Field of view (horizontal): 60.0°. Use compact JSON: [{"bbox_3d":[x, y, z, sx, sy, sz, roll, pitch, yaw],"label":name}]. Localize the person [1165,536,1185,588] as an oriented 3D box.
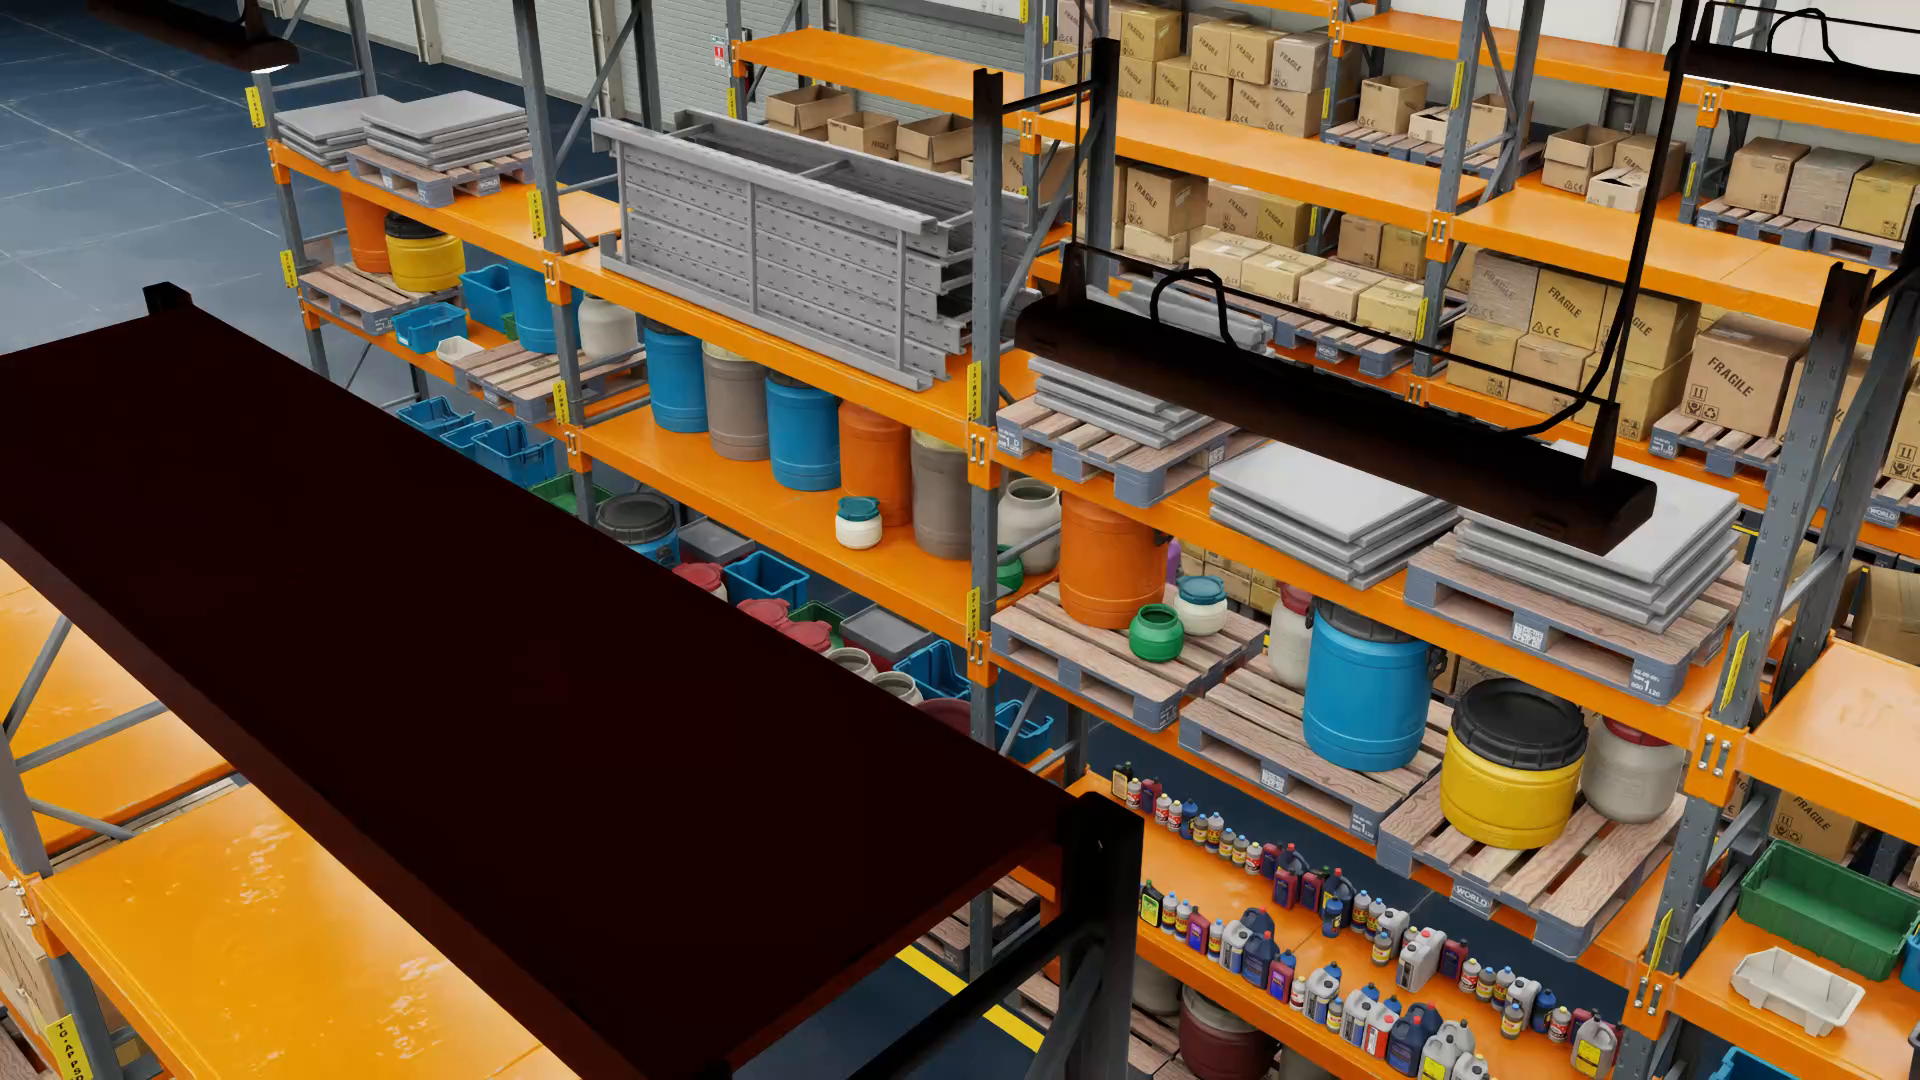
[{"bbox_3d":[1.580,0.494,13.753,0.968,1.532,0.433,17,34,28],"label":"person"}]
